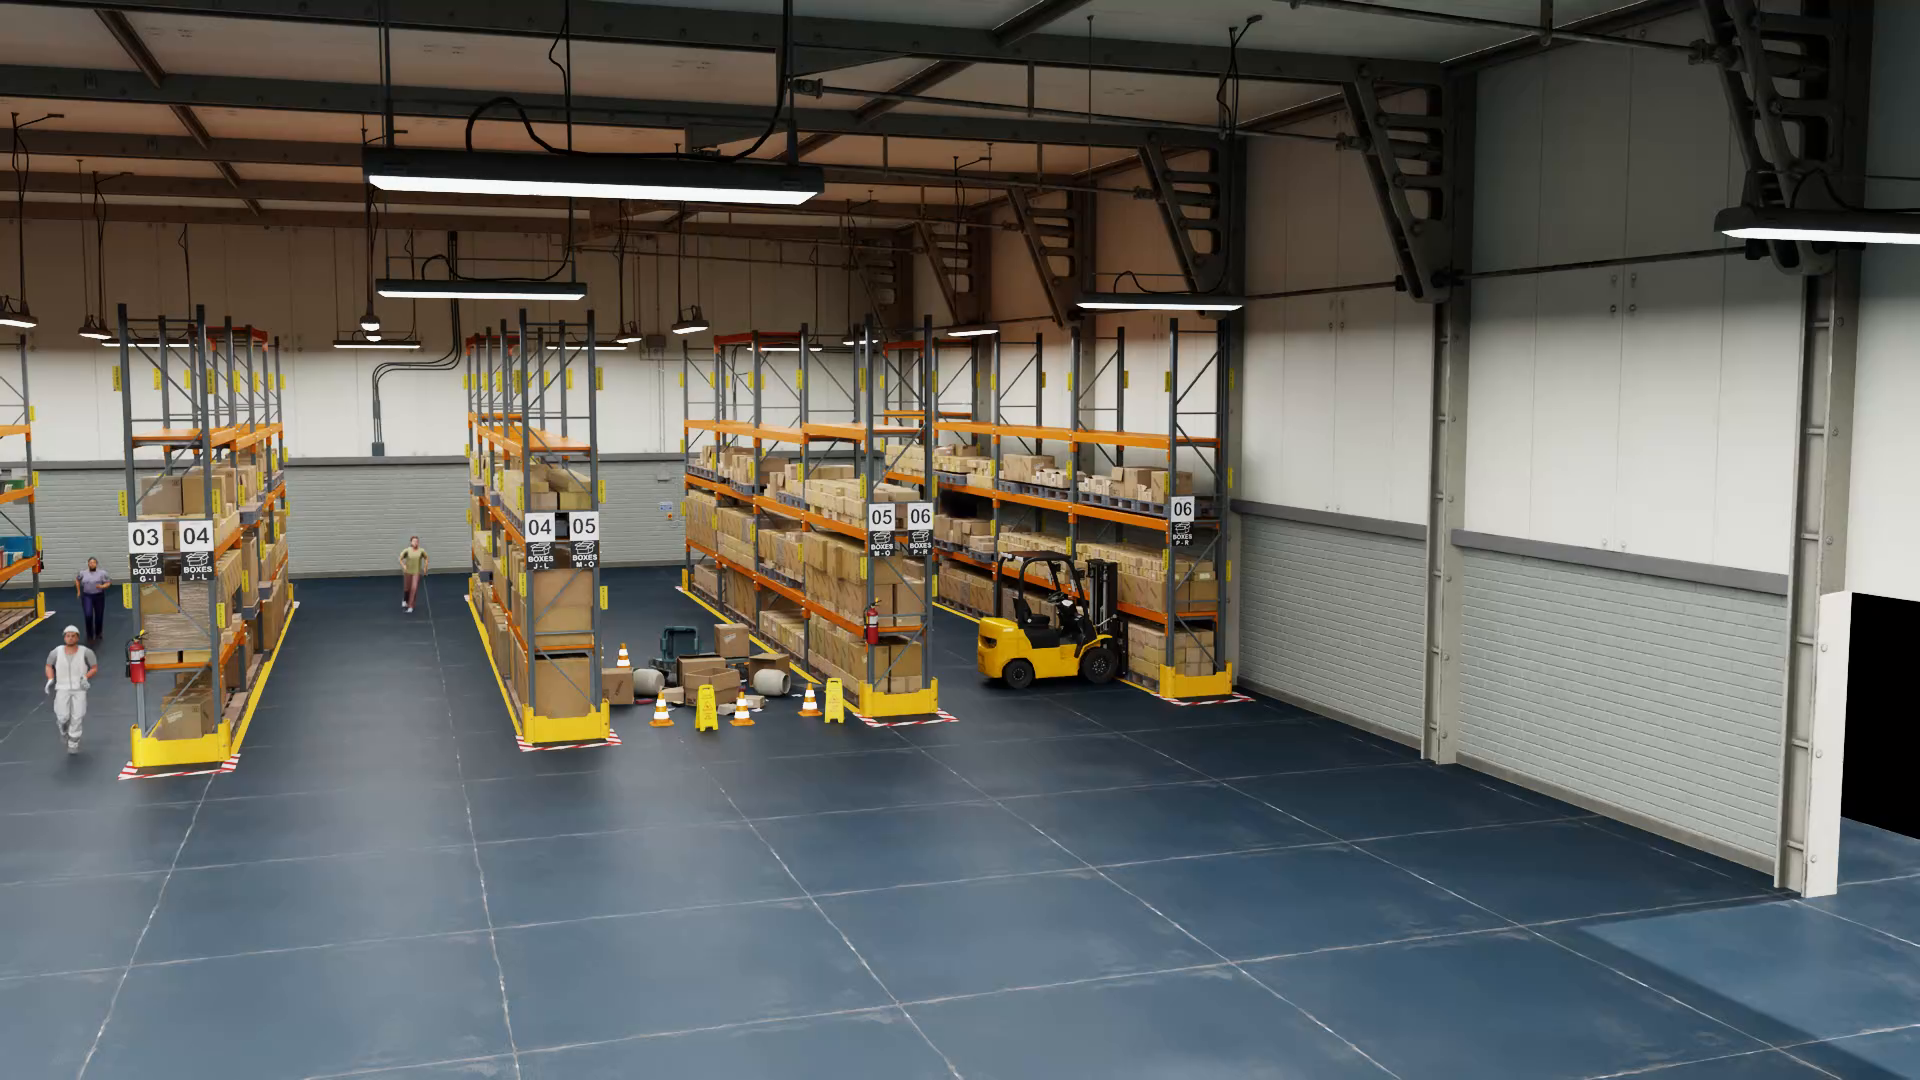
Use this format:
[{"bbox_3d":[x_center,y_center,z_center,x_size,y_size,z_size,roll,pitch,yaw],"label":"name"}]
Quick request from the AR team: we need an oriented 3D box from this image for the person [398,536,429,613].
[{"bbox_3d":[-11.943,0.731,36.388,0.640,1.641,0.899,-2,6,-22],"label":"person"}]

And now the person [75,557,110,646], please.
[{"bbox_3d":[-16.596,1.178,31.864,0.570,1.693,0.822,-3,6,-31],"label":"person"}]

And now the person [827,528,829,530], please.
[{"bbox_3d":[-2.937,0.490,36.090,0.575,1.605,0.507,-2,6,-23],"label":"person"}]

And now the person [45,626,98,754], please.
[{"bbox_3d":[-11.945,2.019,22.363,0.637,1.735,0.571,-2,6,-24],"label":"person"}]
